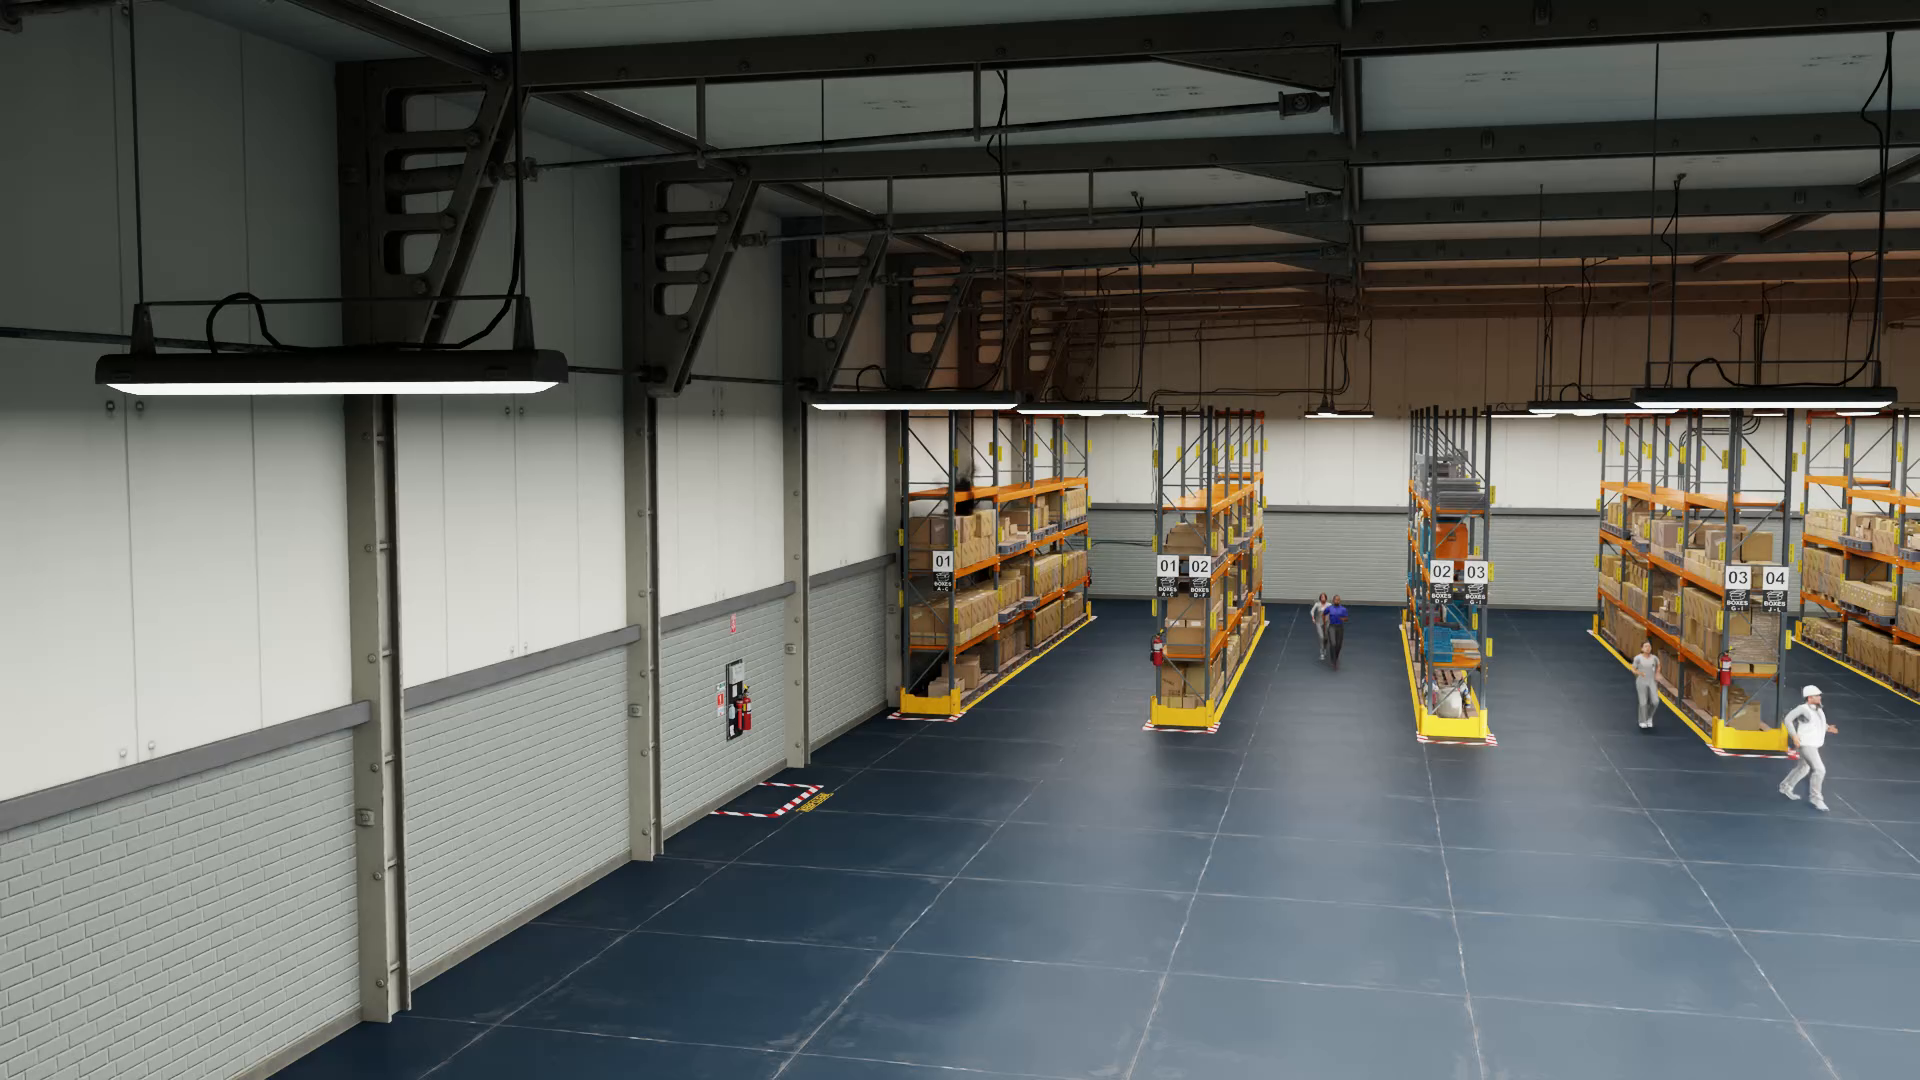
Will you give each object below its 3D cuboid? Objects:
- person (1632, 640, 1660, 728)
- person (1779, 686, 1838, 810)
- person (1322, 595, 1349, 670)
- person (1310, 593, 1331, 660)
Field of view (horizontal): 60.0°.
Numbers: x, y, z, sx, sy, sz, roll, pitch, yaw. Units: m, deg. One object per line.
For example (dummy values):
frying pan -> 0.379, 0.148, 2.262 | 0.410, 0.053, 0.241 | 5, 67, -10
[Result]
person -> 12.745, 2.681, 30.828 | 0.544, 1.629, 0.605 | 1, 4, 9
person -> 12.622, 3.067, 24.760 | 0.644, 1.822, 0.793 | -4, 6, -42
person -> 8.720, 2.118, 38.569 | 0.562, 1.674, 0.867 | 0, 4, 1
person -> 8.721, 2.059, 40.036 | 0.558, 1.582, 0.750 | 0, 4, 6
